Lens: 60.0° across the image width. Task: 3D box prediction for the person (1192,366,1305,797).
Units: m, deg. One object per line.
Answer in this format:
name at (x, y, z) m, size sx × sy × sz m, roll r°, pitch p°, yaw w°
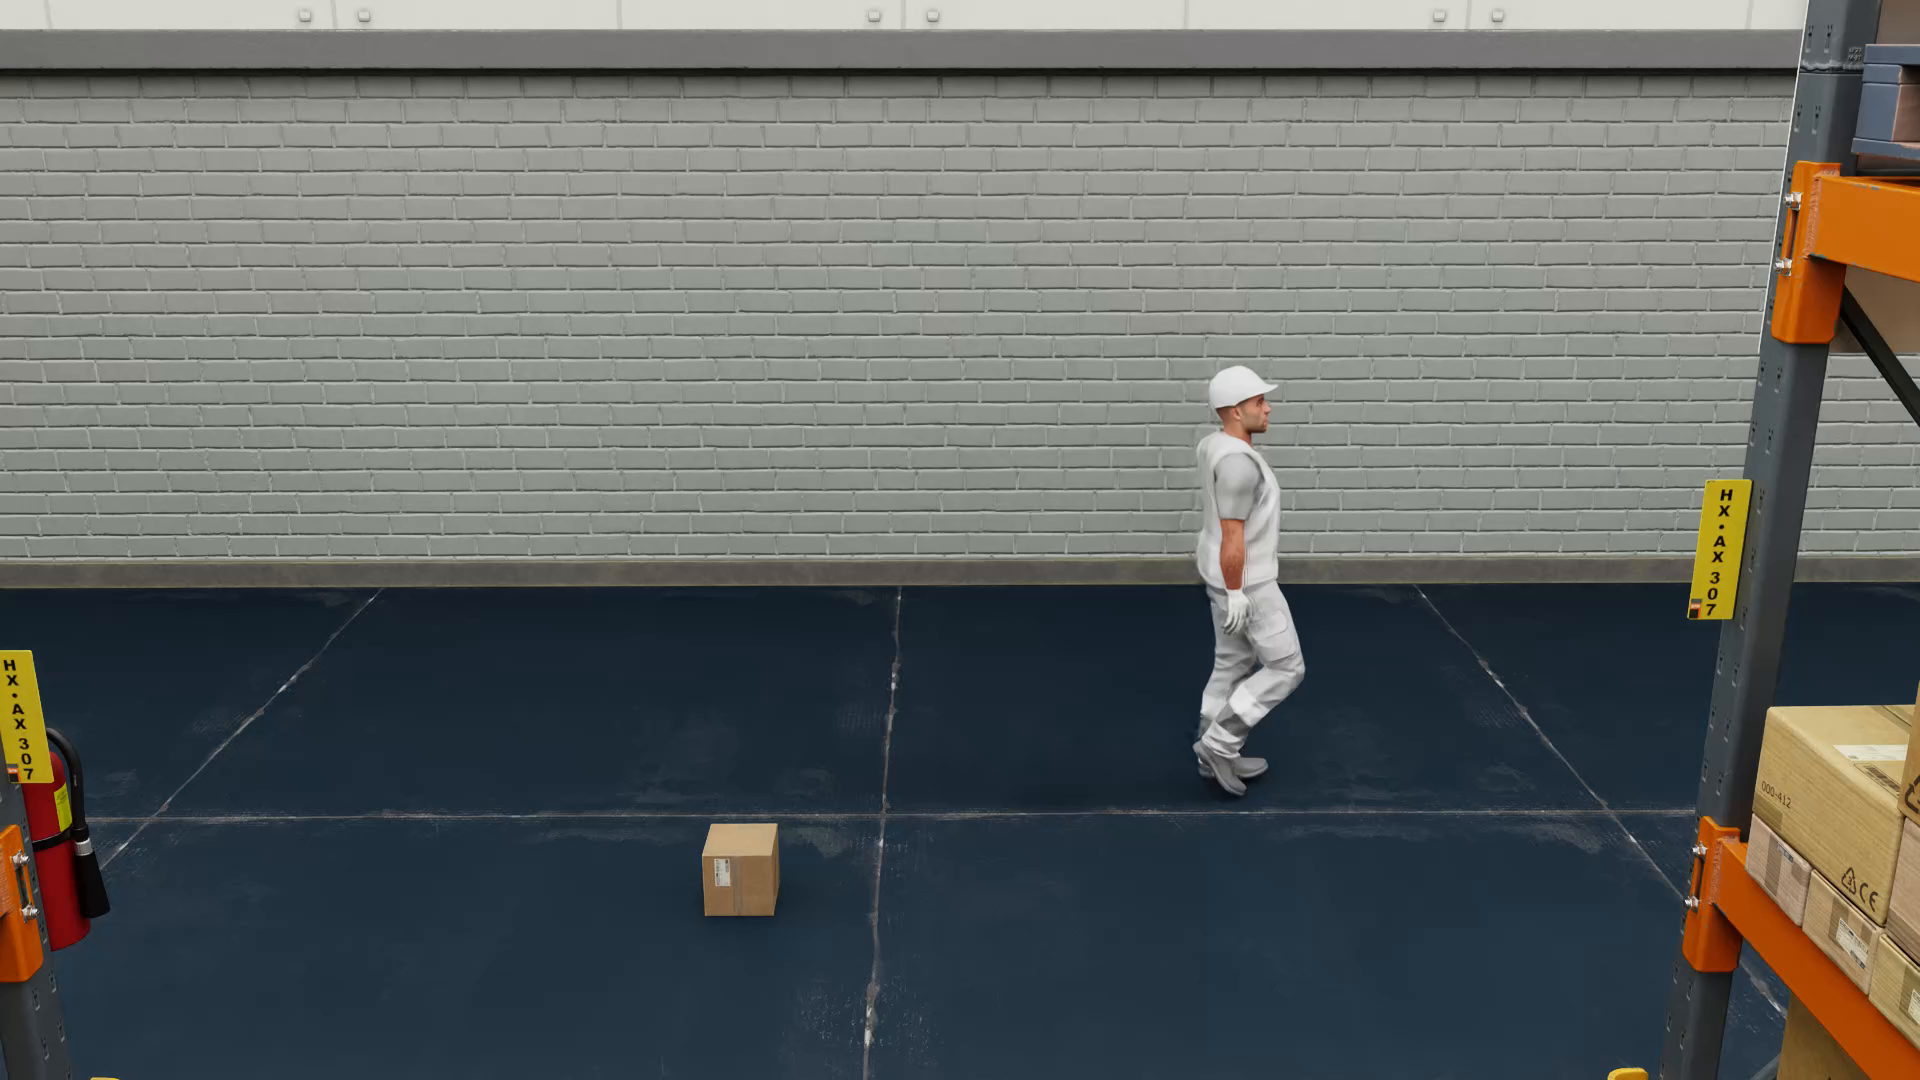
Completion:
person at (1.185, 0.169, 6.870) m, size 0.444 × 1.793 × 0.529 m, roll -1°, pitch 17°, yaw -4°
